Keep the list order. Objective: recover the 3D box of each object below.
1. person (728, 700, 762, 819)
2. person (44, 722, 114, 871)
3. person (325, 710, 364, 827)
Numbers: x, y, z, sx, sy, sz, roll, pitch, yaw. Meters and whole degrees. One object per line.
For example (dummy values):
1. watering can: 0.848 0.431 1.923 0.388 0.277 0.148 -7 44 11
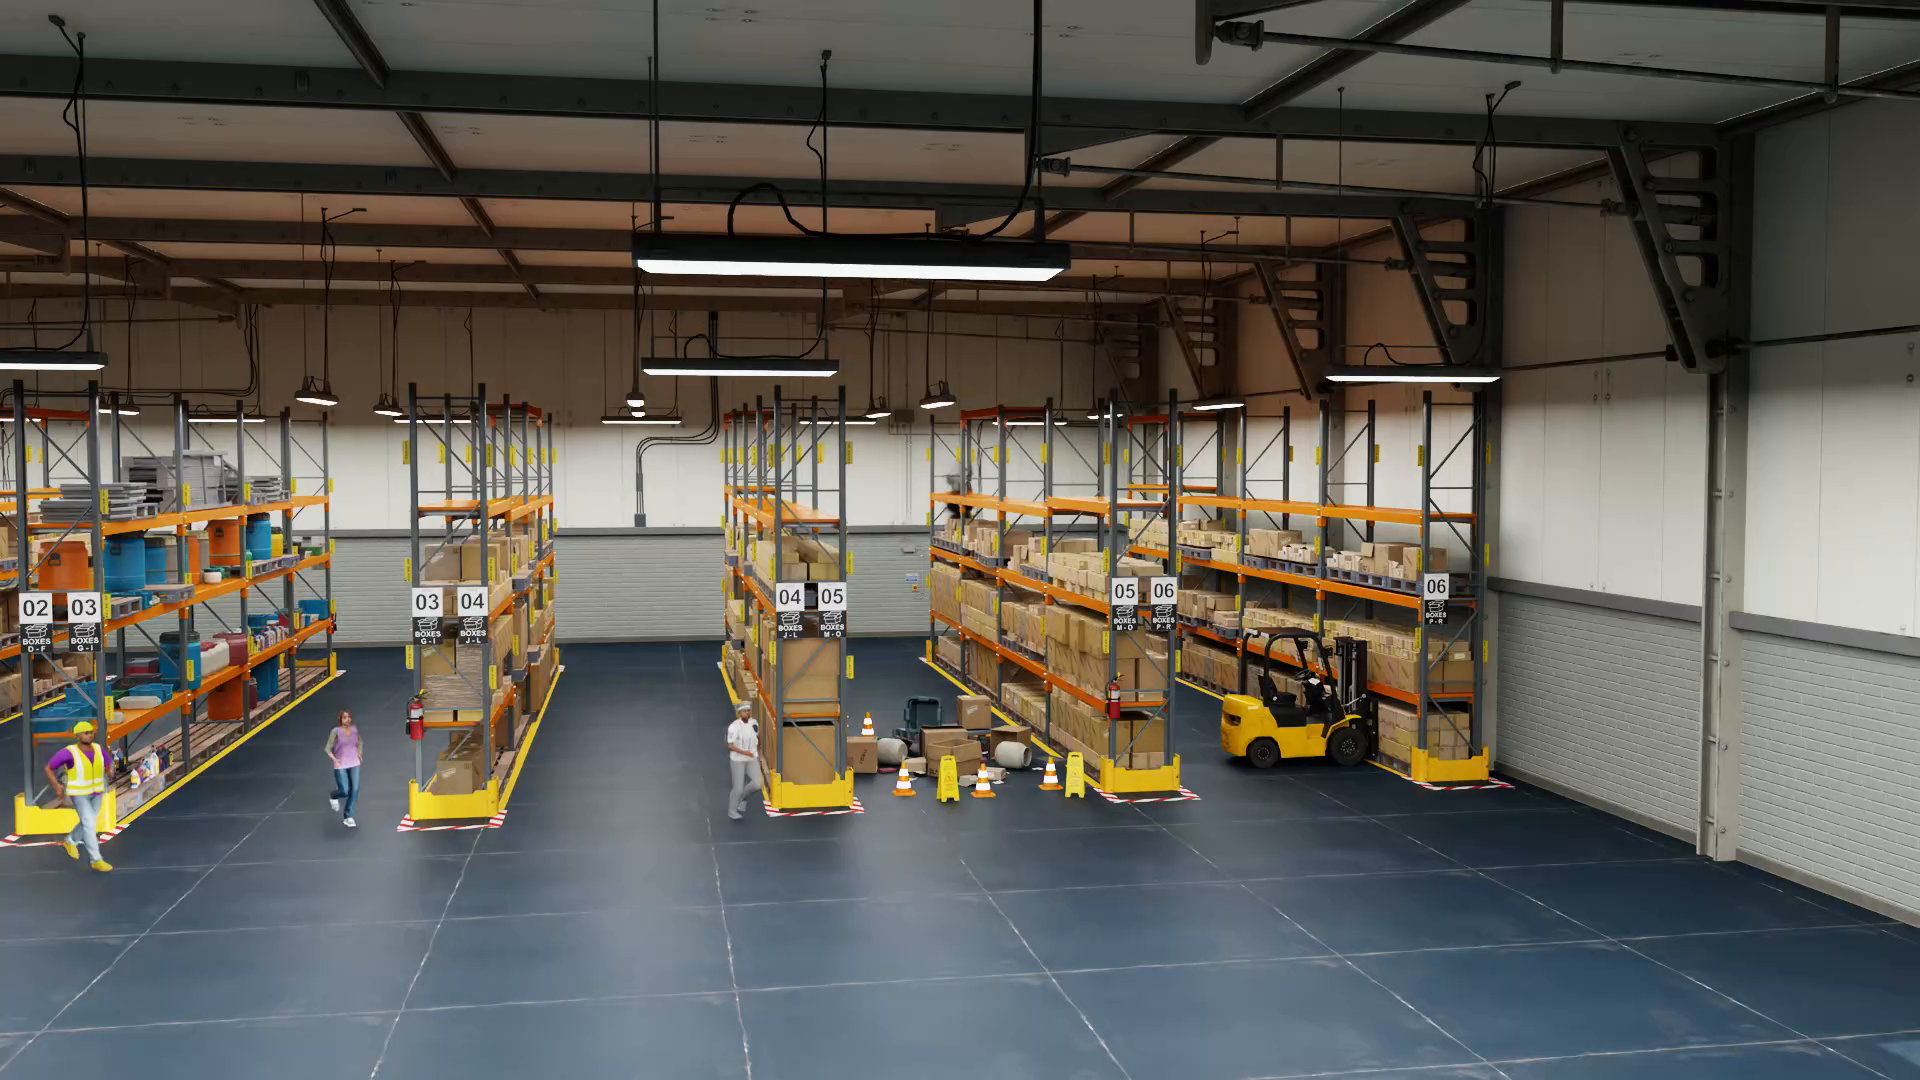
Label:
1. person: -2.932 3.013 22.795 0.547 1.652 0.667 -2 3 -33
2. person: -10.588 3.073 20.127 0.982 1.757 0.715 1 3 26
3. person: -8.366 3.081 22.601 0.511 1.565 0.651 -2 4 -41
